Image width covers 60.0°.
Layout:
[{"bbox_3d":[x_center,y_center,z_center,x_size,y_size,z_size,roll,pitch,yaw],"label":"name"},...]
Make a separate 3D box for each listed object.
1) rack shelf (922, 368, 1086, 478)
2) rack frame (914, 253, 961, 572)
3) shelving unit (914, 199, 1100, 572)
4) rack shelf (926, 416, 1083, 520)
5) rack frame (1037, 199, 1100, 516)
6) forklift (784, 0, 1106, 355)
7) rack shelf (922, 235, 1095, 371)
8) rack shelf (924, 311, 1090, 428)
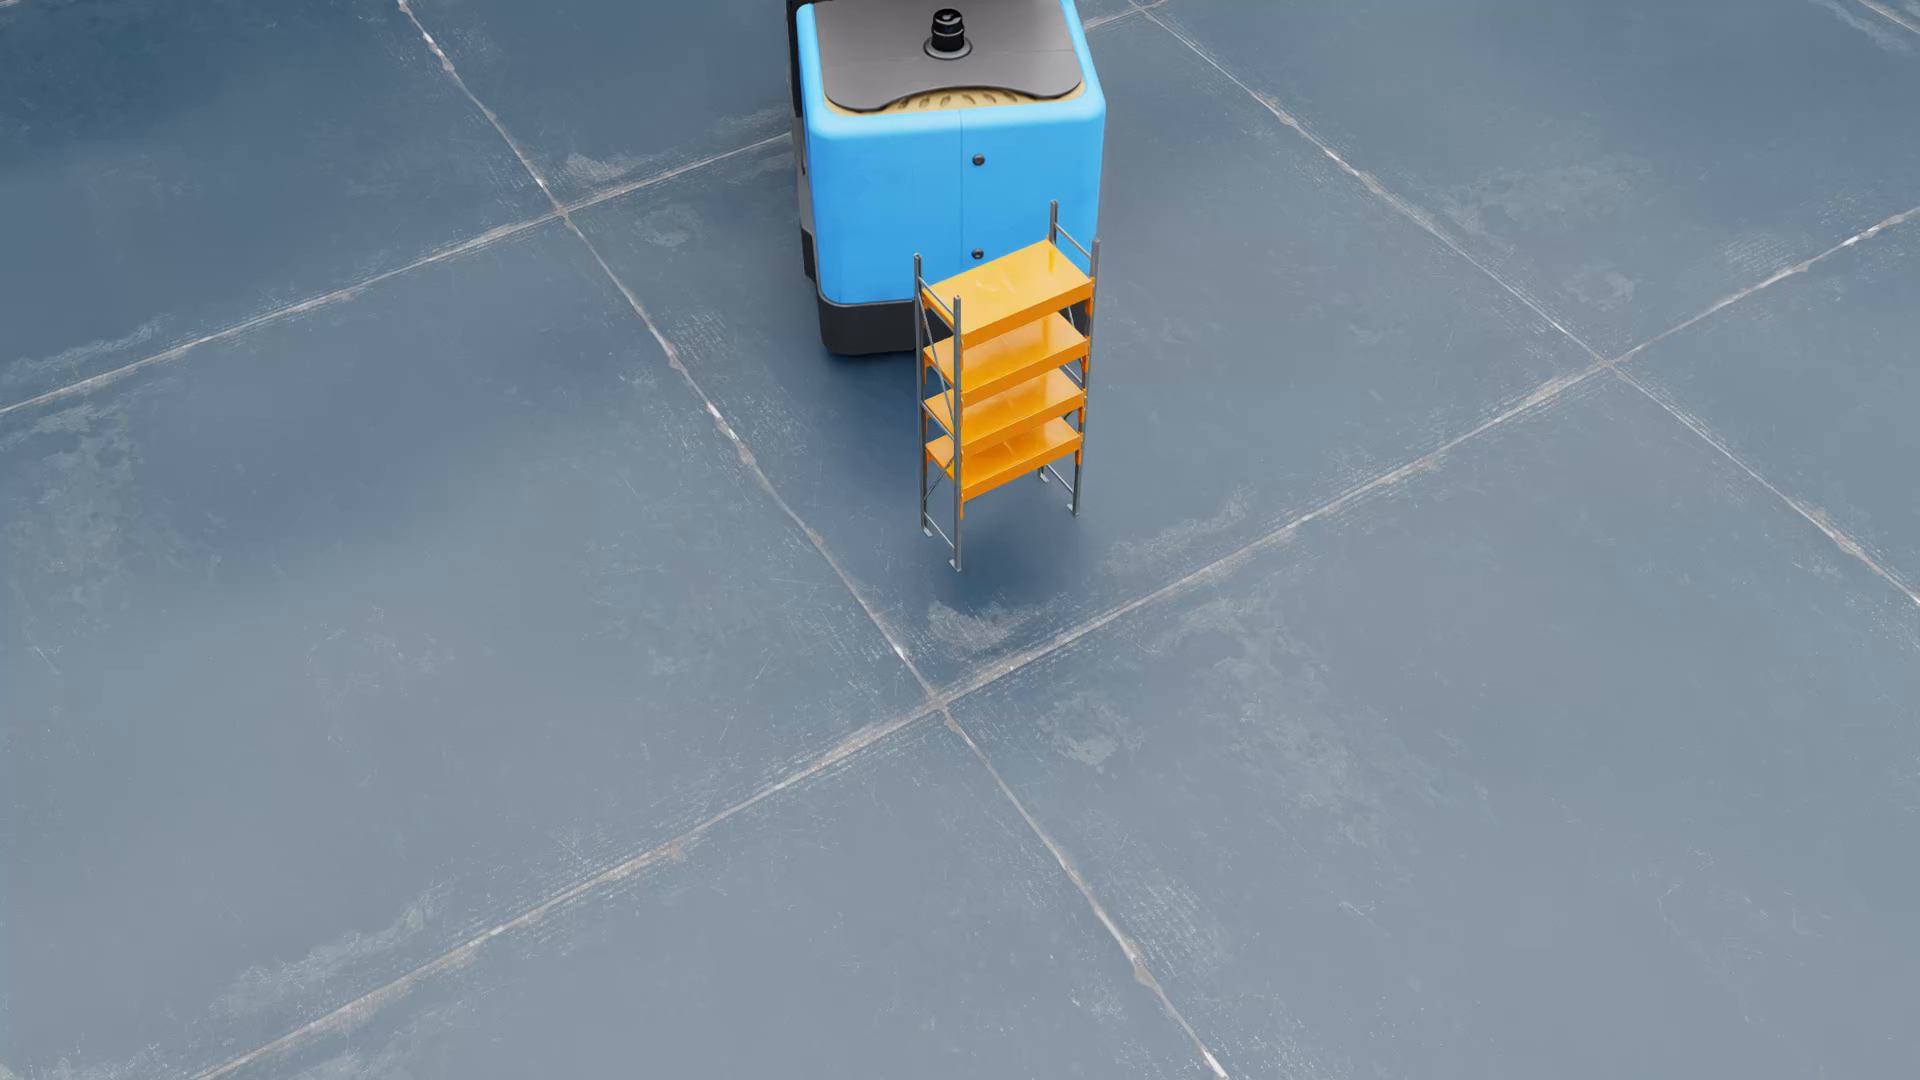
[{"bbox_3d":[0.140,-0.420,5.411,0.480,0.148,0.258,-25,53,-21],"label":"rack shelf"},{"bbox_3d":[-0.066,-0.368,5.274,0.015,1.200,0.240,-25,53,-21],"label":"rack frame"},{"bbox_3d":[0.140,-0.465,5.361,0.503,1.200,0.258,-25,53,-21],"label":"shelving unit"},{"bbox_3d":[0.140,-0.288,5.559,0.480,0.148,0.258,-25,53,-21],"label":"rack shelf"},{"bbox_3d":[0.346,-0.562,5.447,0.015,1.200,0.240,-25,53,-21],"label":"rack frame"},{"bbox_3d":[-0.181,-2.785,6.268,1.130,2.935,3.031,-5,49,-5],"label":"forklift"},{"bbox_3d":[0.140,-0.726,5.067,0.480,0.148,0.258,-25,53,-21],"label":"rack shelf"},{"bbox_3d":[0.140,-0.569,5.244,0.480,0.148,0.258,-25,53,-21],"label":"rack shelf"}]
